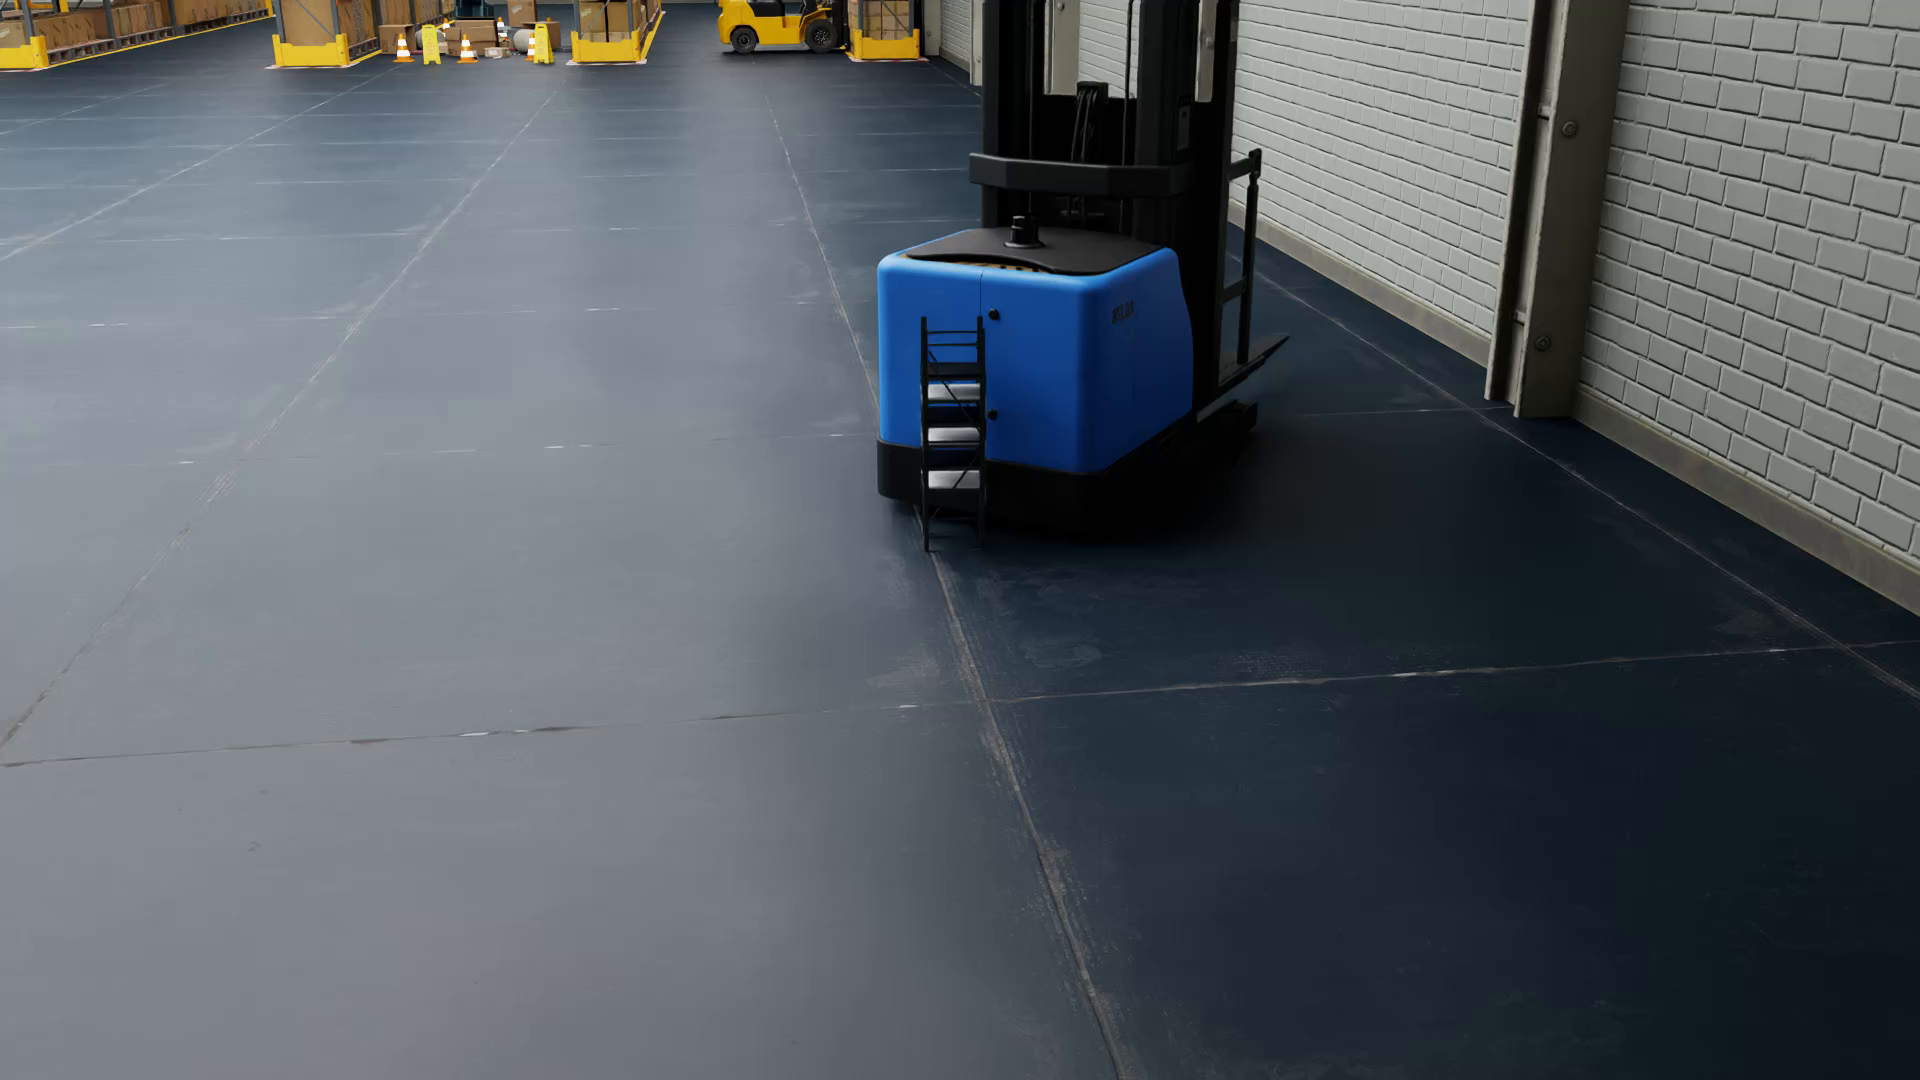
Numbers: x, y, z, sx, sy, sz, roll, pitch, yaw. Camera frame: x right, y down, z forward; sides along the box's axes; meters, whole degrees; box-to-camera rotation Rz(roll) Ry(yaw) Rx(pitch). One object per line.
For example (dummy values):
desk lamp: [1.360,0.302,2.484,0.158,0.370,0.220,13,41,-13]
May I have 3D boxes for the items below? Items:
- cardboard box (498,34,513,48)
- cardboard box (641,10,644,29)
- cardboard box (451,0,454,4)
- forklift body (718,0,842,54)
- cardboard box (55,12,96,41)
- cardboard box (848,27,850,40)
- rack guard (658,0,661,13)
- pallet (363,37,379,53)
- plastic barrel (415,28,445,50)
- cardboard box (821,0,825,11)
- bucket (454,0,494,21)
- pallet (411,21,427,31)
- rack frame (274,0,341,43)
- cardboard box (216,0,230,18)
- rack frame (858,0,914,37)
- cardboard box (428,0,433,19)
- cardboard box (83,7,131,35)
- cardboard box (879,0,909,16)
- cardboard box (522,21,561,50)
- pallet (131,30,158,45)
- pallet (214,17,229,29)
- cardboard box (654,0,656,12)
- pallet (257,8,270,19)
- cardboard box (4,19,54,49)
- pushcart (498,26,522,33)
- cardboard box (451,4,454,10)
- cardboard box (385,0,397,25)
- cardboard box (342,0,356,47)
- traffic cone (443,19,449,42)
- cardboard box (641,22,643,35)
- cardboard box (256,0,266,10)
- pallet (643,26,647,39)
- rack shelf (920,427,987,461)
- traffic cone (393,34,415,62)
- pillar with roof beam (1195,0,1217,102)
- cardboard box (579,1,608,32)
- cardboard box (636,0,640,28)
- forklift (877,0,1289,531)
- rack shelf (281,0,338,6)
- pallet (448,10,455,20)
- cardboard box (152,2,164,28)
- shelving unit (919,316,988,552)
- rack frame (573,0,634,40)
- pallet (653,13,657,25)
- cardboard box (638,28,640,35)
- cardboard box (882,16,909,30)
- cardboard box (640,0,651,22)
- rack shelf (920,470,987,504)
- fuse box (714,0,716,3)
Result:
cardboard box: [-8.817,-9.580,31.985,0.396,0.266,0.258,17,27,39]
cardboard box: [-6.996,-10.647,34.090,0.950,0.372,0.625,-2,21,-4]
cardboard box: [-12.816,-13.411,41.385,0.380,0.149,0.250,-3,21,-7]
forklift body: [-3.401,-10.284,31.177,2.313,2.155,1.214,-3,21,-8]
cardboard box: [-16.599,-9.636,31.201,0.500,0.500,0.500,-4,21,-9]
cardboard box: [-1.828,-9.519,31.245,0.500,0.250,0.500,-3,21,-7]
rack guard: [-8.544,-14.243,44.135,1.175,0.500,0.348,-3,21,-8]
pallet: [-11.662,-9.392,31.562,1.003,0.211,1.213,-3,21,-8]
plastic barrel: [-10.013,-9.444,31.396,0.512,0.421,0.421,12,24,30]
cardboard box: [-2.983,-12.582,39.089,0.500,0.500,0.500,-4,21,-10]
bucket: [-9.393,-10.214,32.282,0.726,0.611,0.620,4,11,11]
pallet: [-12.382,-11.315,36.710,1.003,0.211,1.213,-3,21,-8]
rack frame: [-11.118,-9.581,28.081,1.000,3.000,0.127,-3,21,-8]
cardboard box: [-17.658,-12.501,38.337,1.225,0.875,0.875,-3,21,-8]
rack frame: [-1.323,-10.117,29.517,1.000,3.000,0.127,-3,21,-8]
cardboard box: [-12.348,-12.163,37.966,0.500,0.500,0.500,-3,21,-9]
cardboard box: [-16.734,-10.166,32.591,0.700,0.500,0.500,-3,21,-8]
cardboard box: [-1.205,-9.670,30.221,0.500,0.250,0.500,-3,21,-9]
cardboard box: [-8.003,-9.641,31.812,0.500,0.500,0.500,12,24,29]
pallet: [-16.910,-10.137,33.556,1.003,0.211,1.213,-3,21,-8]
pallet: [-17.584,-11.951,38.412,1.003,0.211,1.213,-3,21,-8]
cardboard box: [-7.948,-13.240,40.939,0.875,0.438,0.875,-3,21,-9]
pallet: [-18.154,-13.326,42.095,1.003,0.211,1.213,-3,21,-8]
cardboard box: [-16.234,-8.814,29.000,0.500,0.500,0.500,2,21,6]
pushcart: [-9.059,-9.890,32.656,1.648,0.377,0.936,-11,23,-26]
cardboard box: [-12.885,-13.365,41.687,0.380,0.149,0.250,-3,21,-7]
cardboard box: [-12.008,-10.653,33.568,1.050,0.750,0.750,-3,21,-8]
cardboard box: [-11.410,-9.318,29.815,0.875,0.875,0.875,-3,21,-9]
traffic cone: [-10.393,-10.318,33.680,0.336,0.463,0.334,-3,21,-8]
cardboard box: [-6.459,-9.968,32.448,0.500,0.250,0.500,-2,21,-5]
cardboard box: [-18.175,-13.889,42.053,0.875,0.875,0.875,-3,21,-8]
pallet: [-7.103,-10.637,34.894,1.003,0.211,1.213,-3,21,-8]
rack shelf: [-0.027,-0.382,6.546,0.258,0.077,0.200,-1,20,-2]
traffic cone: [-9.789,-8.648,29.209,0.336,0.463,0.334,-3,21,-8]
pillar with roof beam: [-2.196,-6.765,11.967,9.100,9.000,0.400,-3,21,-8]
cardboard box: [-6.607,-9.390,29.827,0.500,0.500,0.500,-3,21,-7]
cardboard box: [-6.224,-9.782,30.877,0.500,0.500,0.500,-3,21,-7]
forklift: [0.789,-1.879,7.558,1.130,2.935,3.031,11,23,26]
rack shelf: [-11.406,-9.936,30.061,1.077,0.370,4.000,-3,21,-8]
pallet: [-13.158,-13.084,41.445,1.003,0.211,1.213,-3,21,-8]
cardboard box: [-17.077,-10.940,34.663,0.700,0.500,0.500,-4,21,-11]
shelving unit: [-0.027,-0.413,6.534,0.258,0.900,0.210,-1,20,-2]
rack frame: [-6.234,-9.866,28.844,1.000,3.000,0.127,-3,21,-8]
pallet: [-7.778,-12.451,39.751,1.003,0.211,1.213,-3,21,-8]
cardboard box: [-6.143,-9.245,30.511,0.500,0.250,0.500,-2,21,-6]
cardboard box: [-1.185,-9.433,30.301,0.500,0.250,0.500,-3,21,-7]
cardboard box: [-7.404,-12.080,37.209,0.875,0.875,0.875,-3,21,-8]
rack shelf: [-0.027,-0.213,6.609,0.258,0.077,0.200,-1,20,-2]
fuse box: [-7.277,-16.808,49.274,0.539,1.711,0.414,-3,21,-8]
